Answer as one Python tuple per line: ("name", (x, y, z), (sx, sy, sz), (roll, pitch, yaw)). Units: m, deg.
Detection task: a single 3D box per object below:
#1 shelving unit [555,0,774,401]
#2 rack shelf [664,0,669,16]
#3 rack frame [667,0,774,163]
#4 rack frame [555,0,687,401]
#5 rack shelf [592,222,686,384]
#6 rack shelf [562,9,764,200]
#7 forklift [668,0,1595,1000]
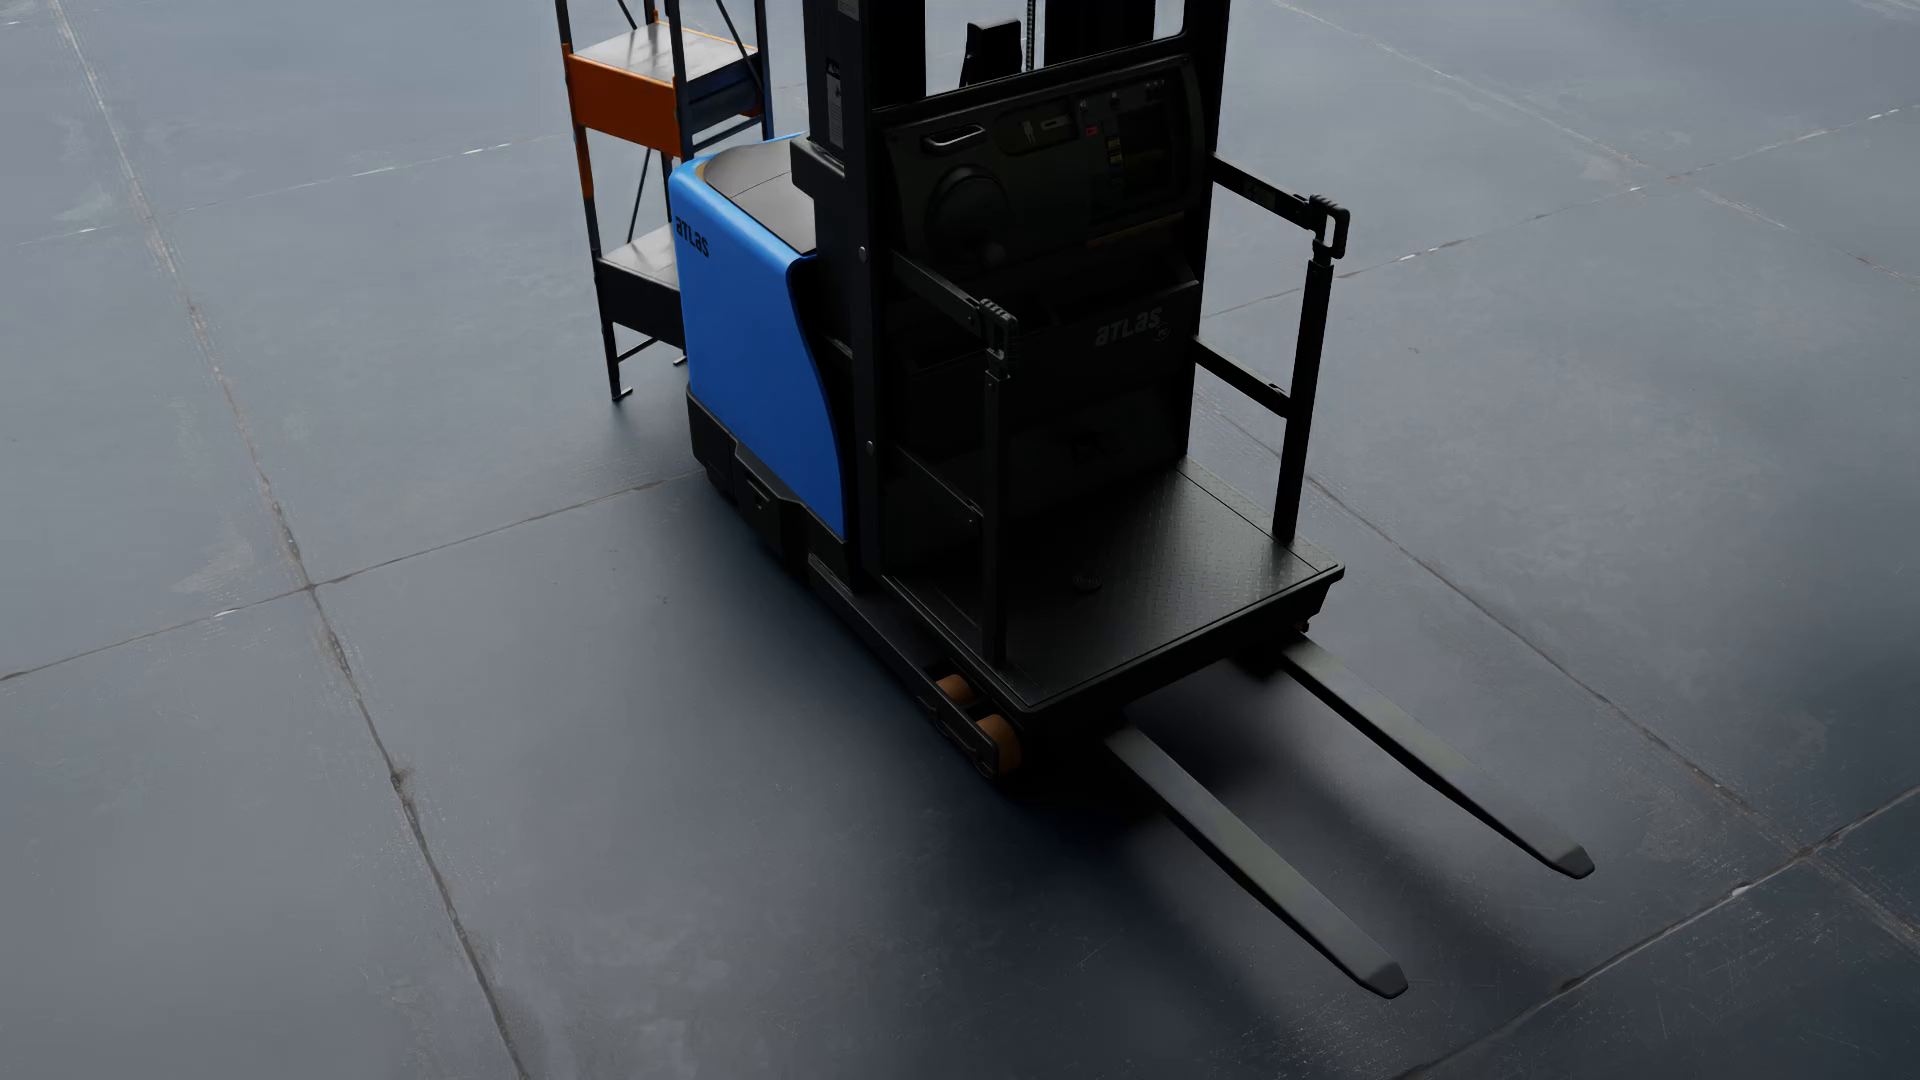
("shelving unit", (-0.921, -1.355, 5.325), (0.503, 2.100, 0.431), (23, 42, 28))
("rack shelf", (-0.921, -1.909, 4.920), (0.480, 0.518, 0.431), (23, 42, 28))
("rack frame", (-0.724, -1.270, 5.209), (0.015, 2.100, 0.400), (23, 42, 28))
("rack frame", (-1.118, -1.440, 5.441), (0.015, 2.100, 0.400), (23, 42, 28))
("rack shelf", (-0.921, -0.779, 5.746), (0.480, 0.518, 0.431), (23, 42, 28))
("rack shelf", (-0.921, -1.344, 5.333), (0.480, 0.518, 0.431), (23, 42, 28))
("forklift", (0.347, -0.878, 3.967), (1.130, 2.935, 3.031), (-22, 41, -27))
